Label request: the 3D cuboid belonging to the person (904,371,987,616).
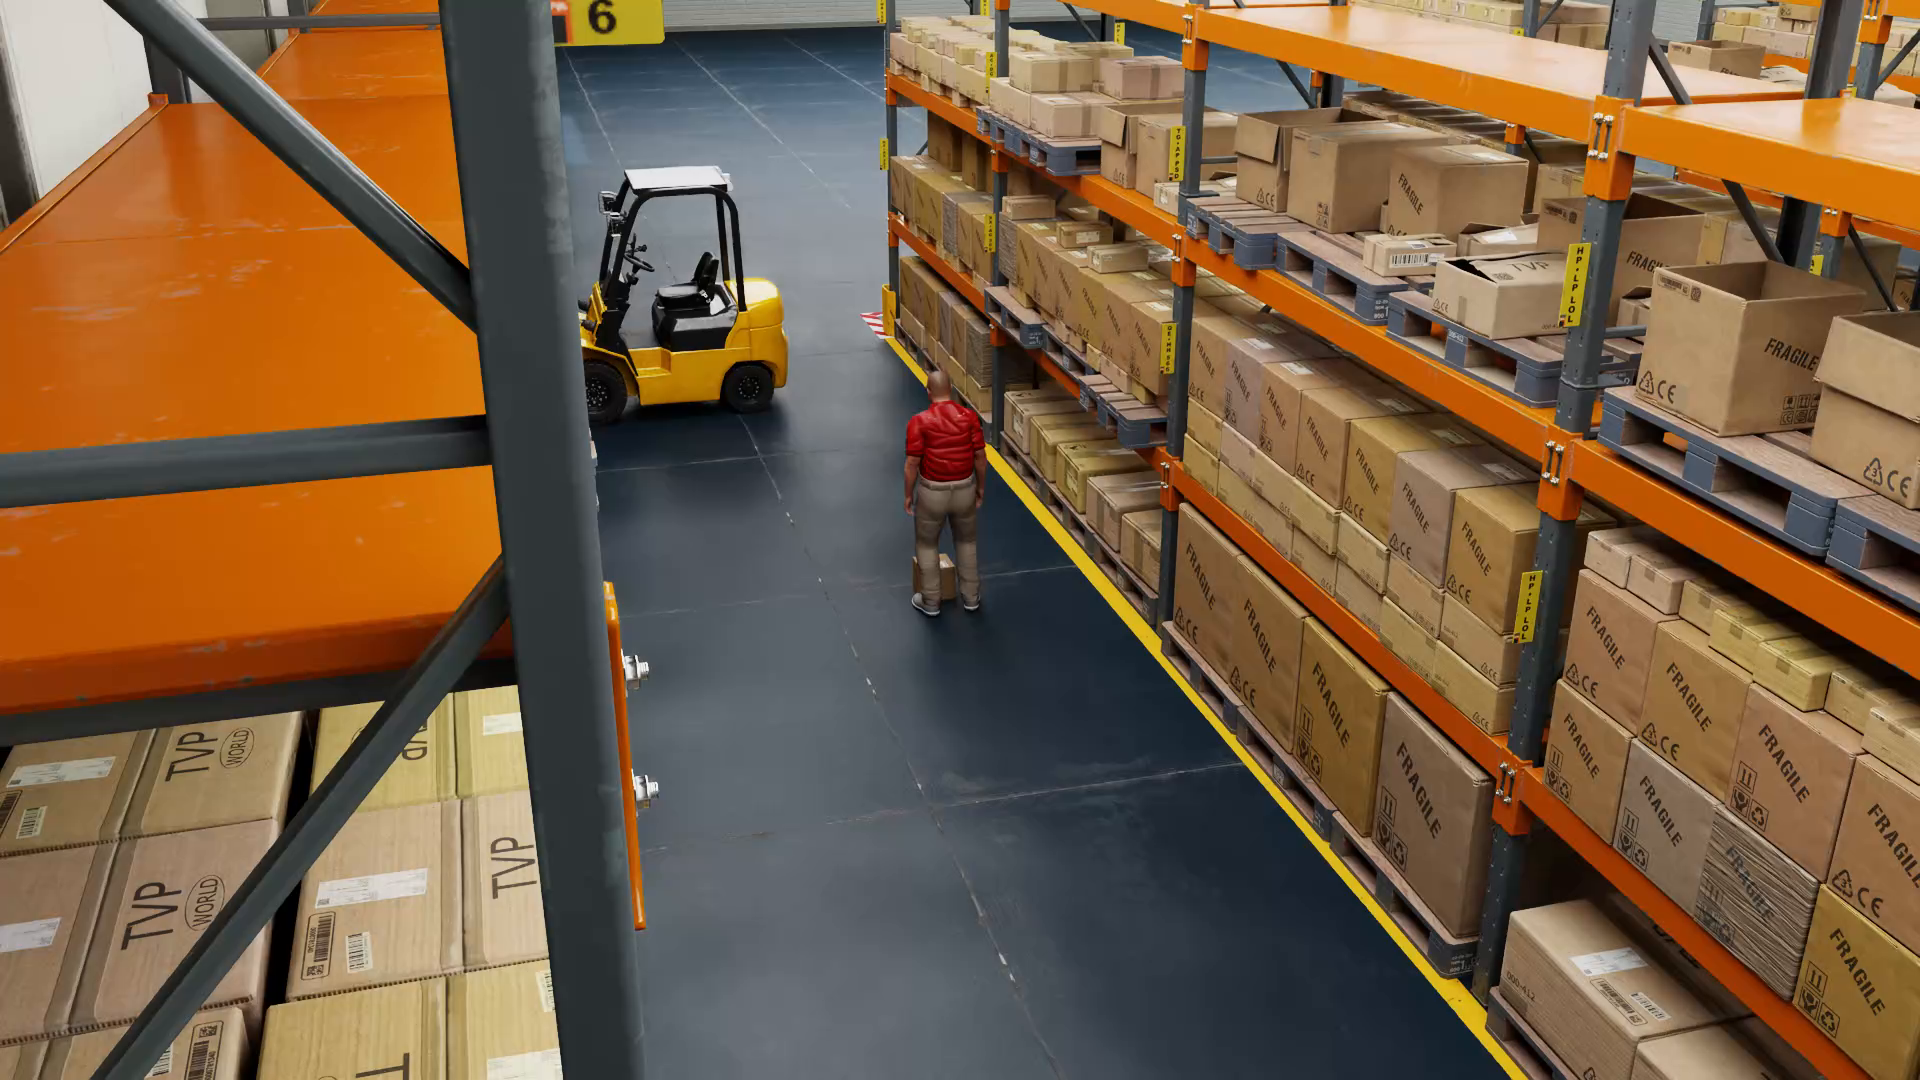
[{"bbox_3d":[-0.106,-0.316,11.435,0.583,1.726,0.394,-6,24,-15],"label":"person"}]
